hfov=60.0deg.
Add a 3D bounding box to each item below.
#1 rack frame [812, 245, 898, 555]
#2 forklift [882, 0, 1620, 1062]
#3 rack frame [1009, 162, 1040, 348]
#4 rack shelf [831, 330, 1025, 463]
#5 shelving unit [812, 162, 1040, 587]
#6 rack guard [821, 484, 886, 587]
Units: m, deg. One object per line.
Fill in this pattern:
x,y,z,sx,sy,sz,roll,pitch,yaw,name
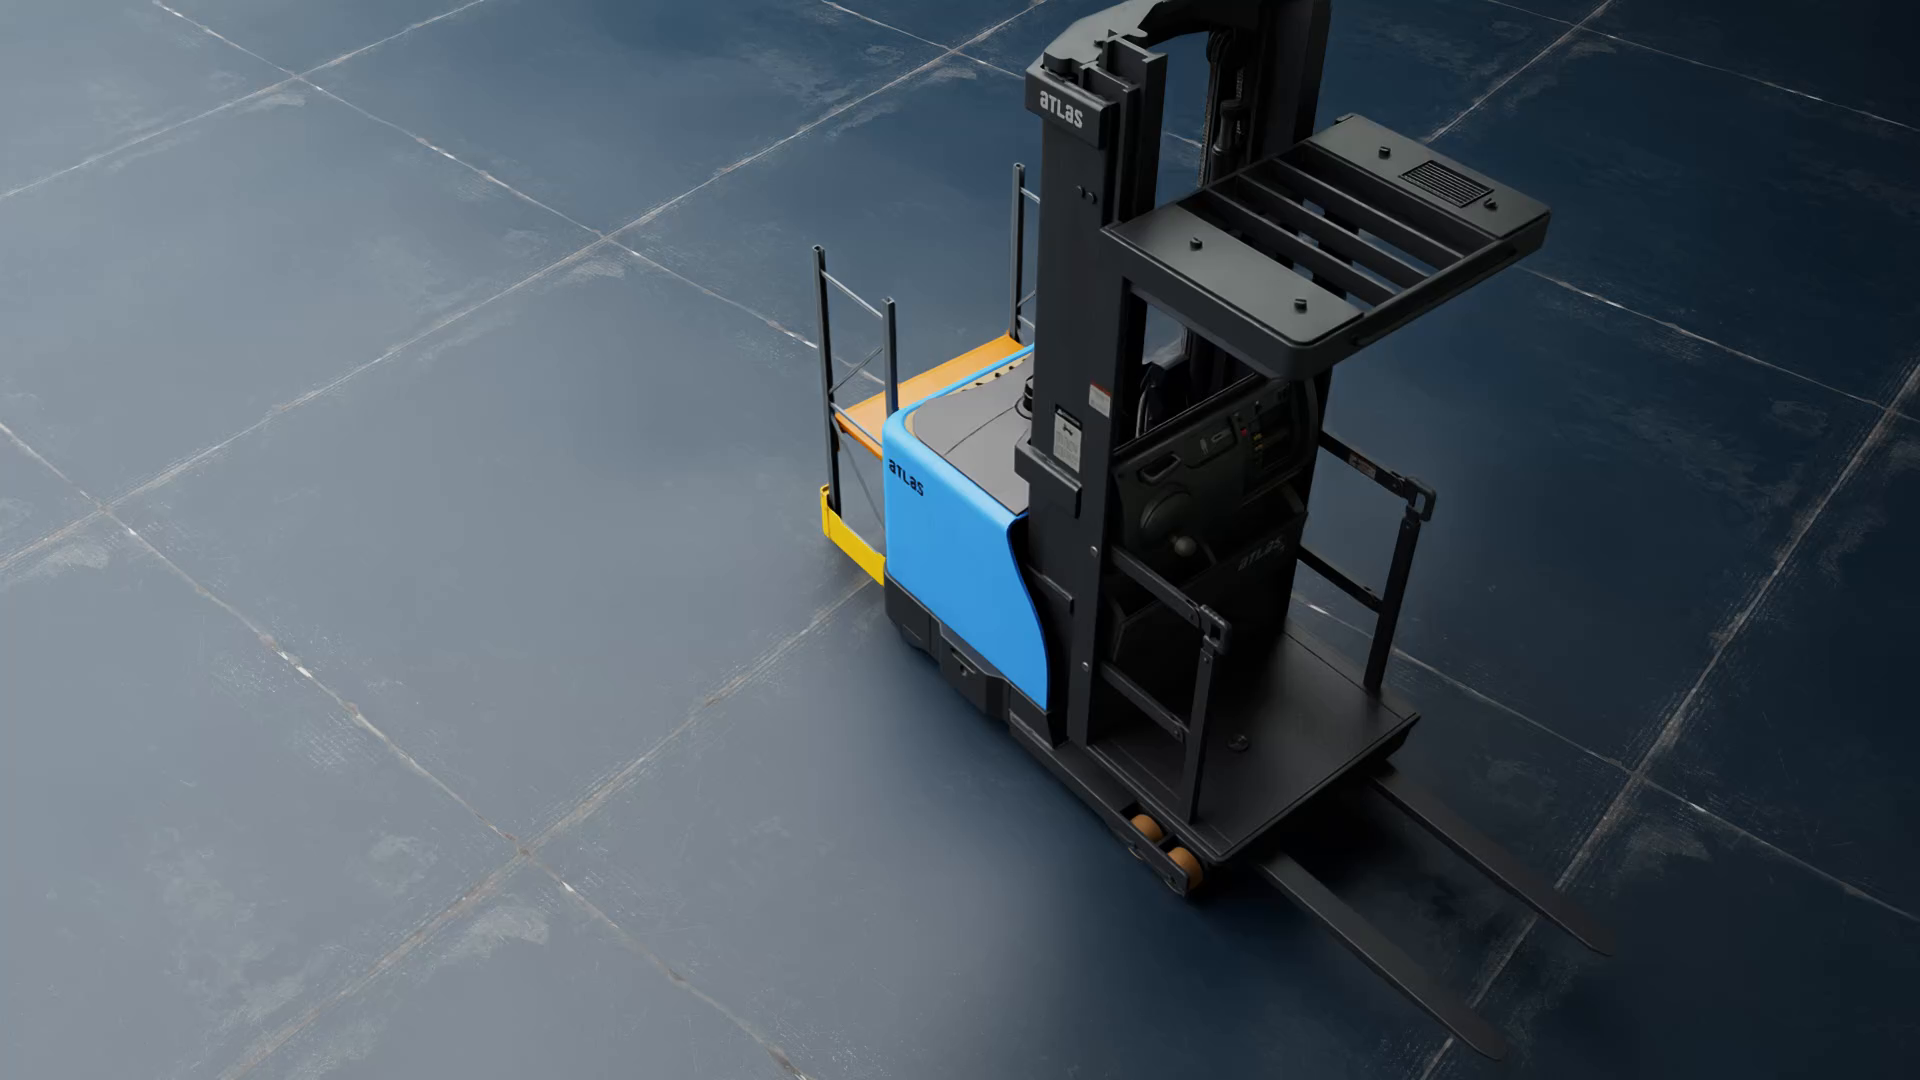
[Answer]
-0.408,-0.457,6.820,0.032,1.500,0.500,-28,49,-27,rack frame
1.006,-0.193,5.465,1.130,2.935,3.031,-29,50,-28,forklift
0.389,-0.882,7.288,0.032,1.500,0.500,-28,49,-27,rack frame
-0.010,-0.537,7.175,1.000,0.185,0.538,-28,49,-27,rack shelf
-0.017,-0.666,7.050,1.083,1.500,0.587,-28,49,-27,shelving unit
-0.407,0.005,7.241,0.087,0.250,0.587,-28,49,-27,rack guard
